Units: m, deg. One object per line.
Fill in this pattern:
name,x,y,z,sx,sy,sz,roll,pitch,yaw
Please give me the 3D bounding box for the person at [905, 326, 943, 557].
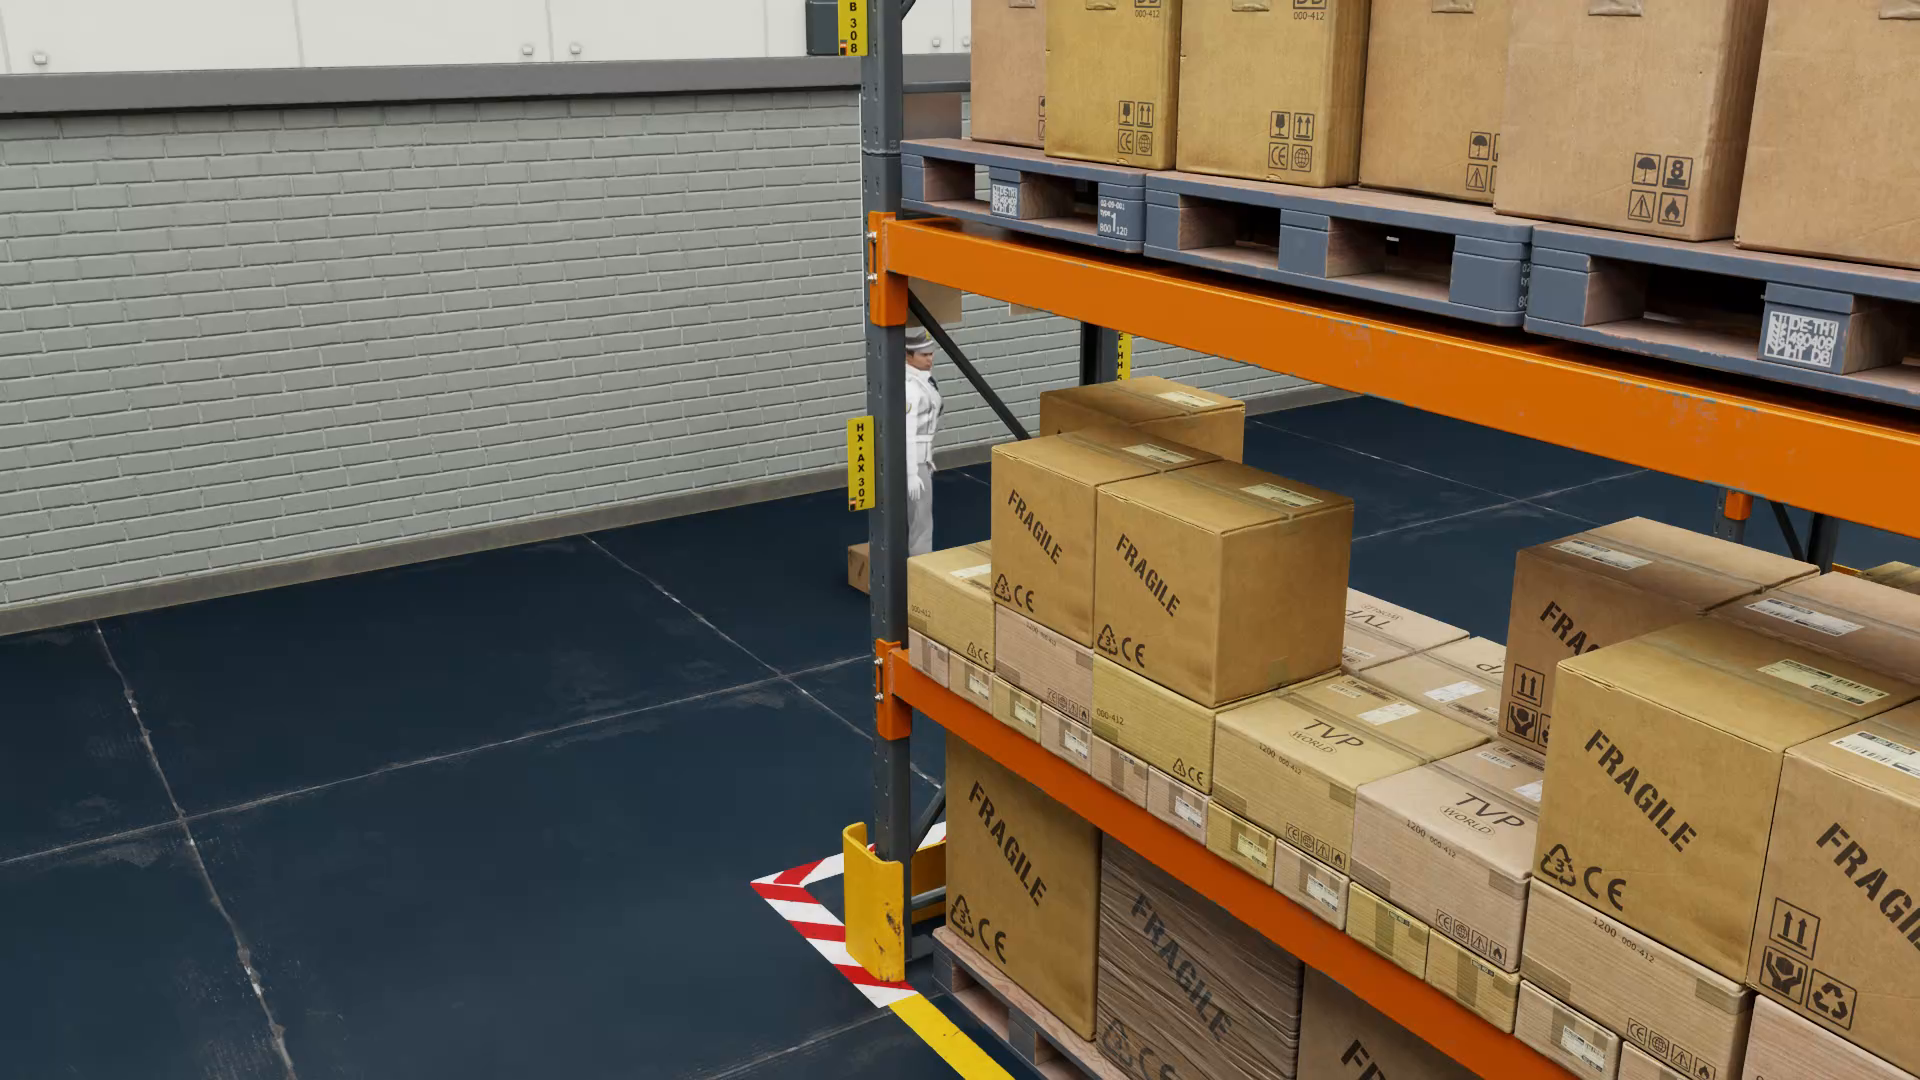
person,-0.259,-0.450,9.852,0.579,1.655,0.538,-1,18,-4
